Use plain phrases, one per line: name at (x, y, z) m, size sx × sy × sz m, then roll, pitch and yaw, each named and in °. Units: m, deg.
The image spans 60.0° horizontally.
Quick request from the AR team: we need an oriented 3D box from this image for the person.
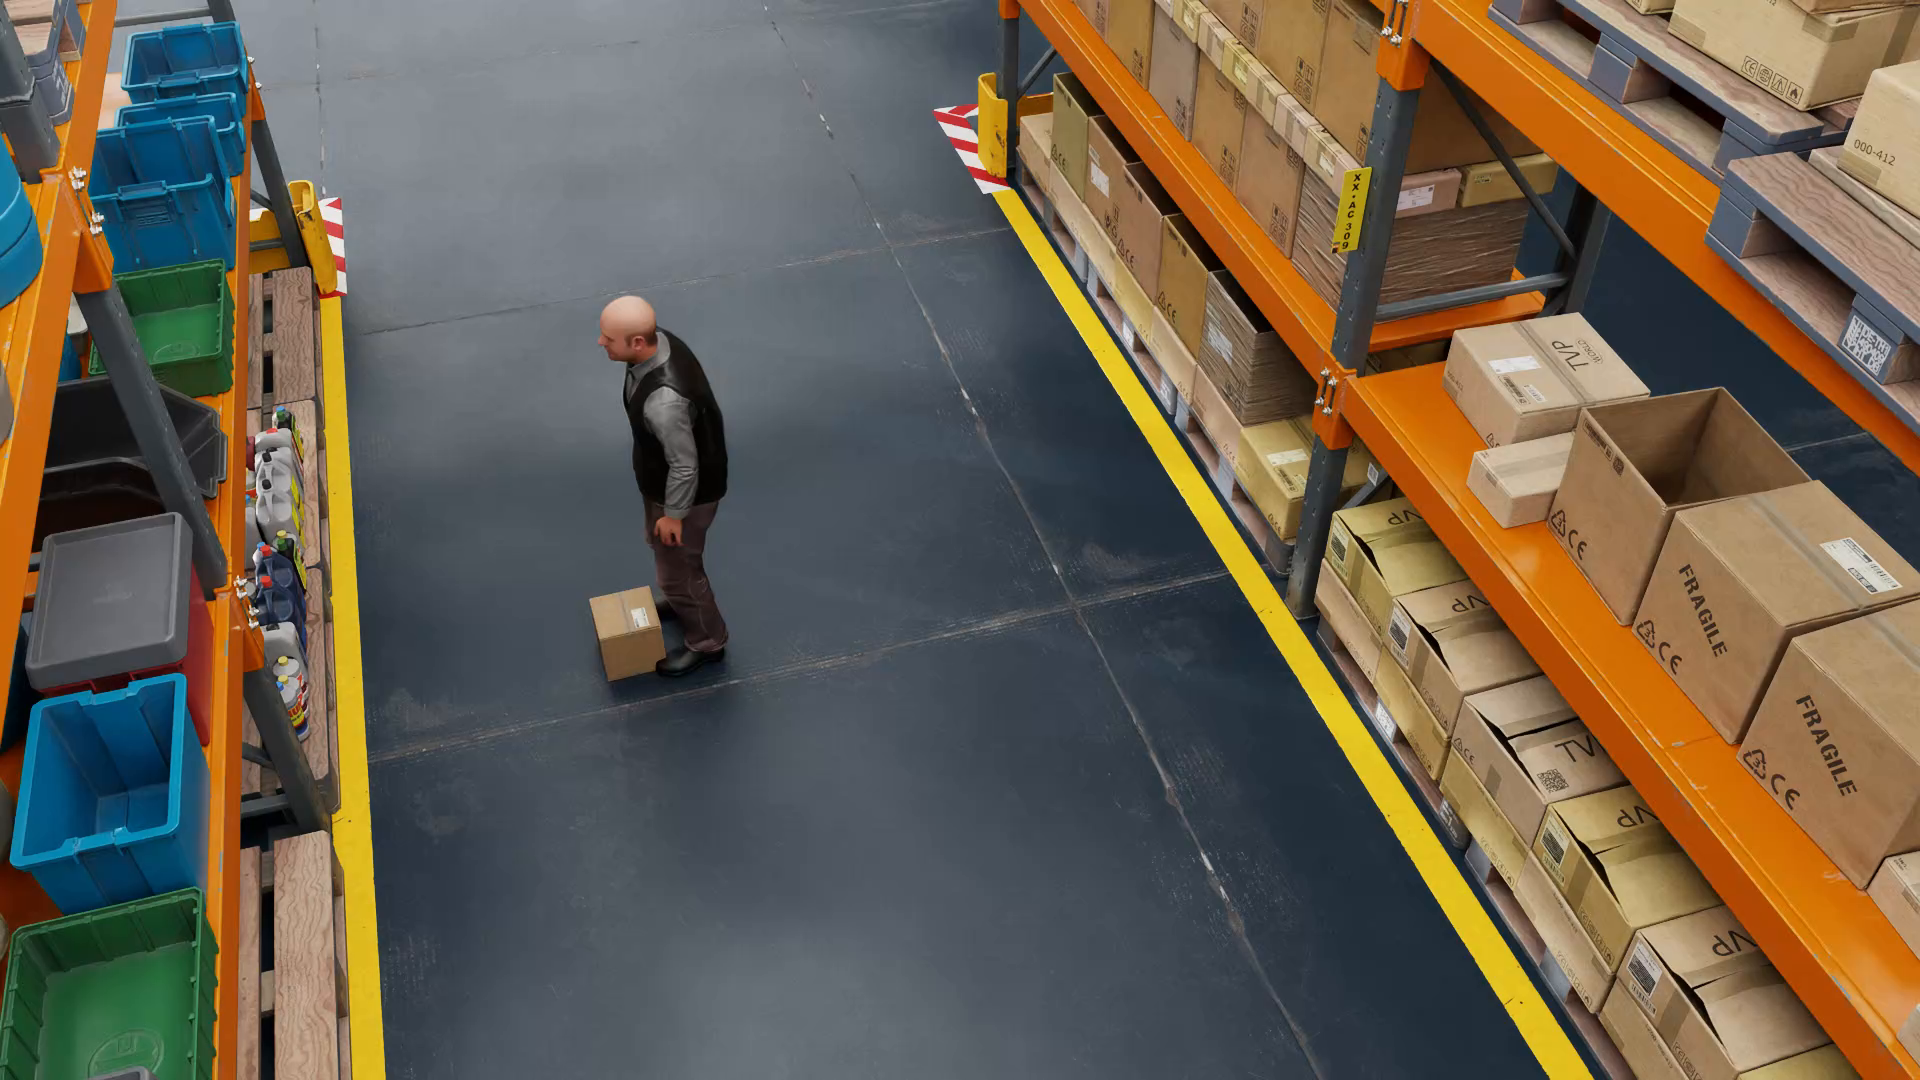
person at (-1.102, -0.227, 6.430) m, size 0.420 × 1.721 × 0.581 m, roll -12°, pitch 43°, yaw -13°
